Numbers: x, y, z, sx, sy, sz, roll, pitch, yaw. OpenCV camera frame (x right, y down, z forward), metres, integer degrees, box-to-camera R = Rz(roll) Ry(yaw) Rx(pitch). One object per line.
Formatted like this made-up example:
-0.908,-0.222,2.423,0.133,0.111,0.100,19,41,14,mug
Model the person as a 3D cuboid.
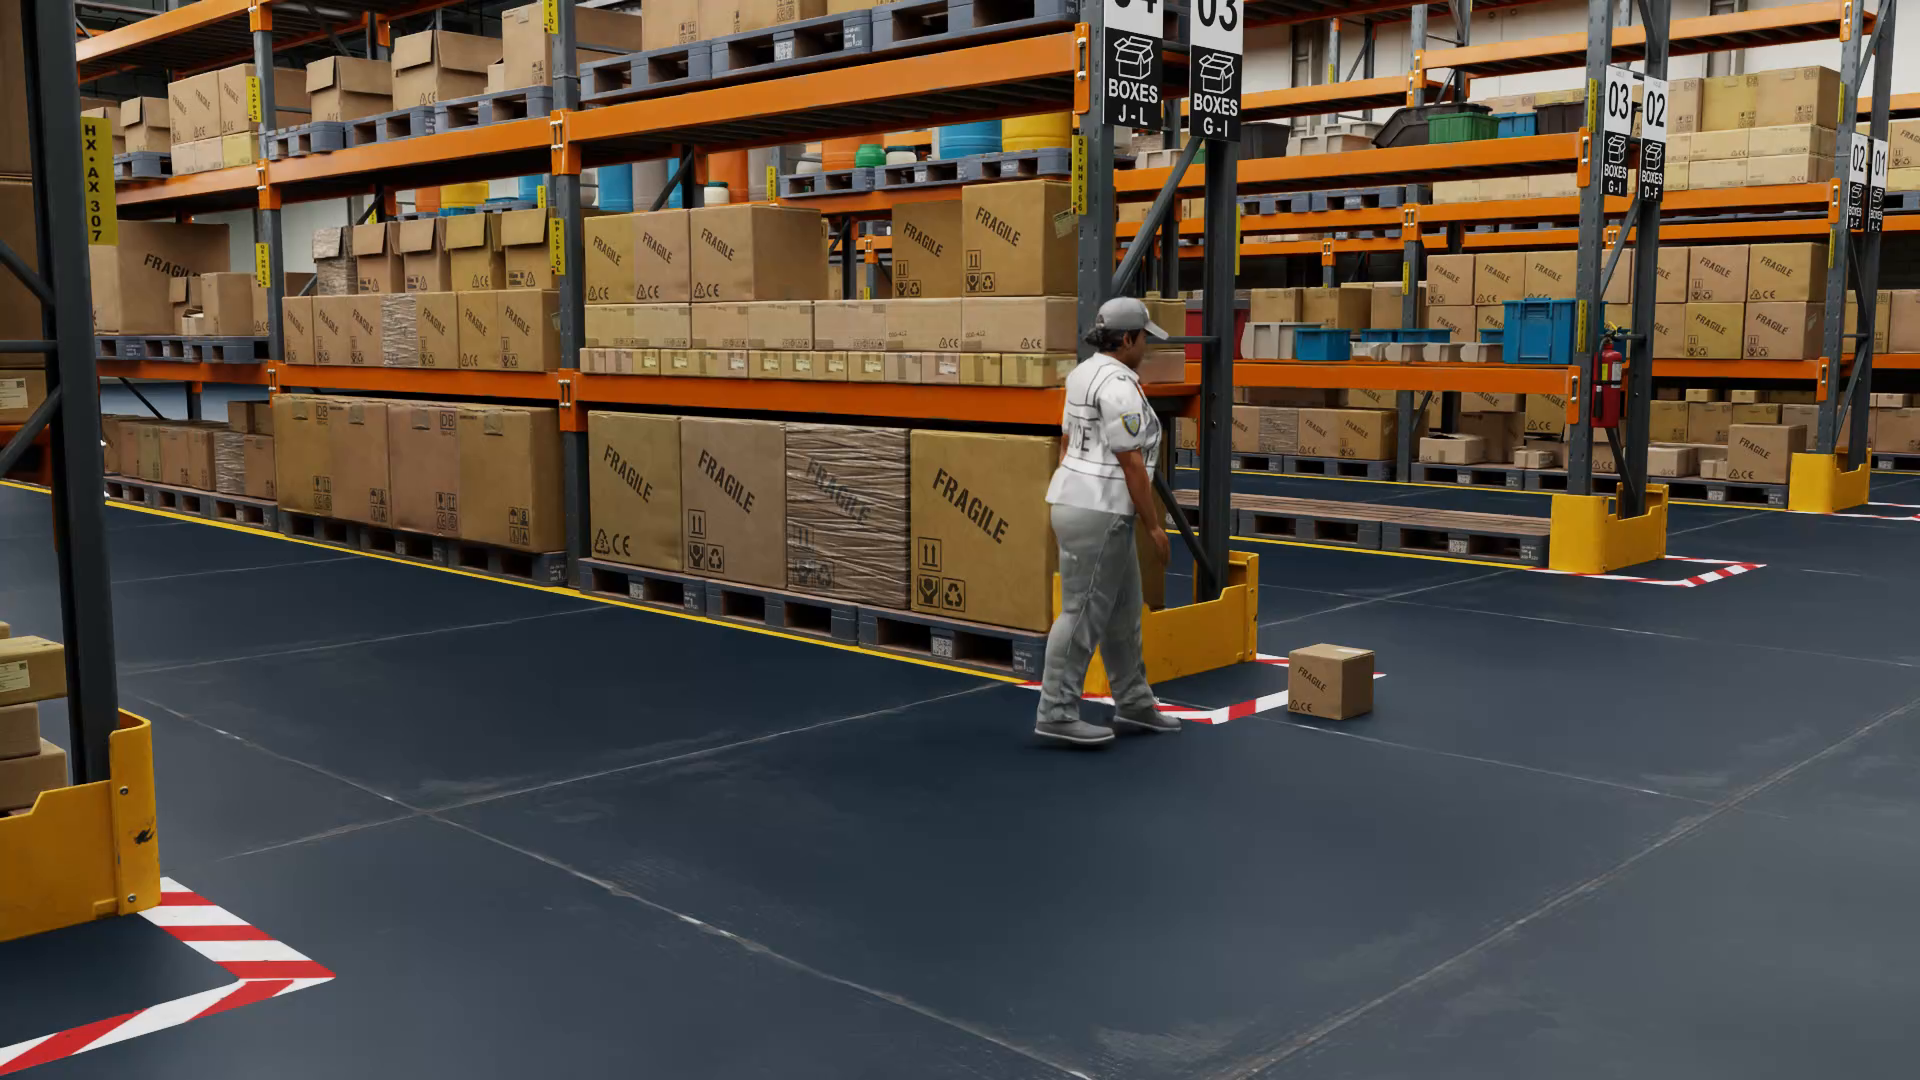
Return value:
0.581,-0.058,6.191,0.611,1.679,0.502,-1,7,-5,person
